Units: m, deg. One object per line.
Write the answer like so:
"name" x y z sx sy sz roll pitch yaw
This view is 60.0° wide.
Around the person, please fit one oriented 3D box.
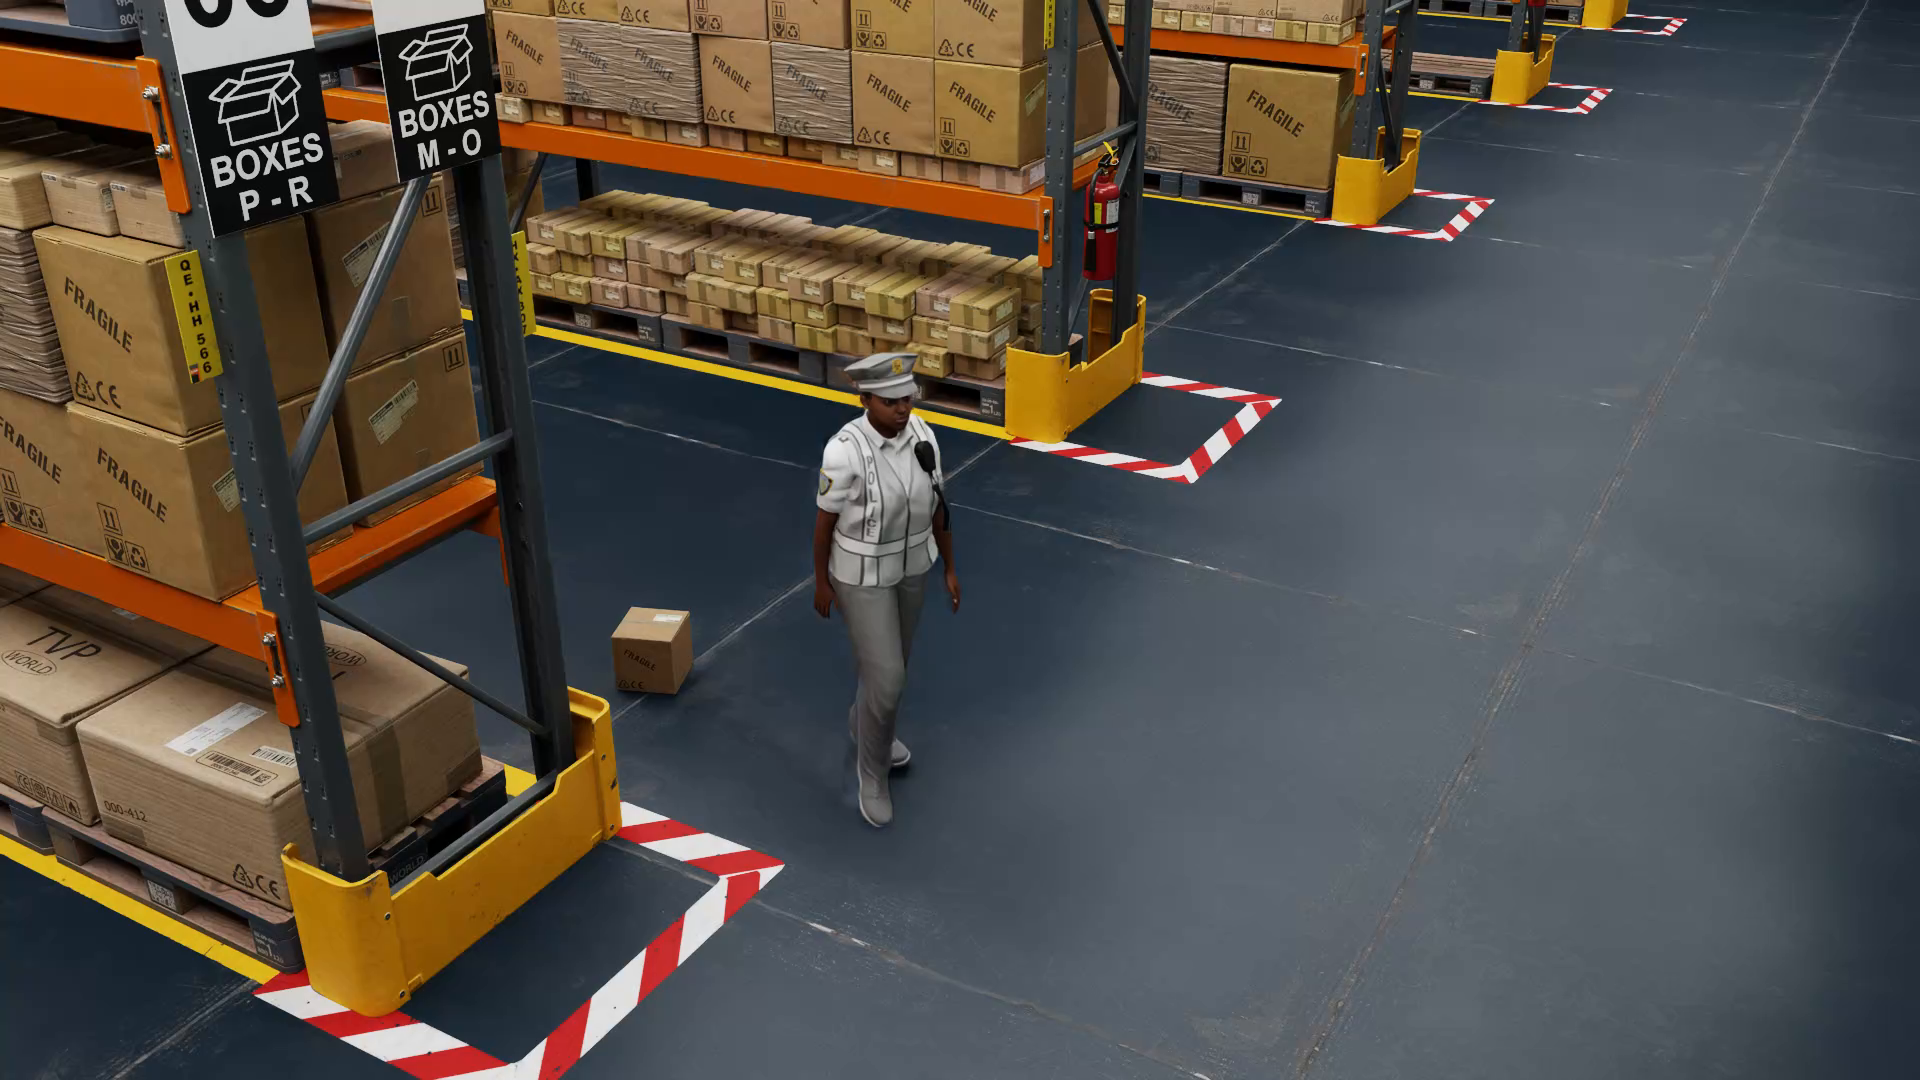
"person" -0.264 0.135 5.824 0.476 1.727 0.524 -21 33 -35
